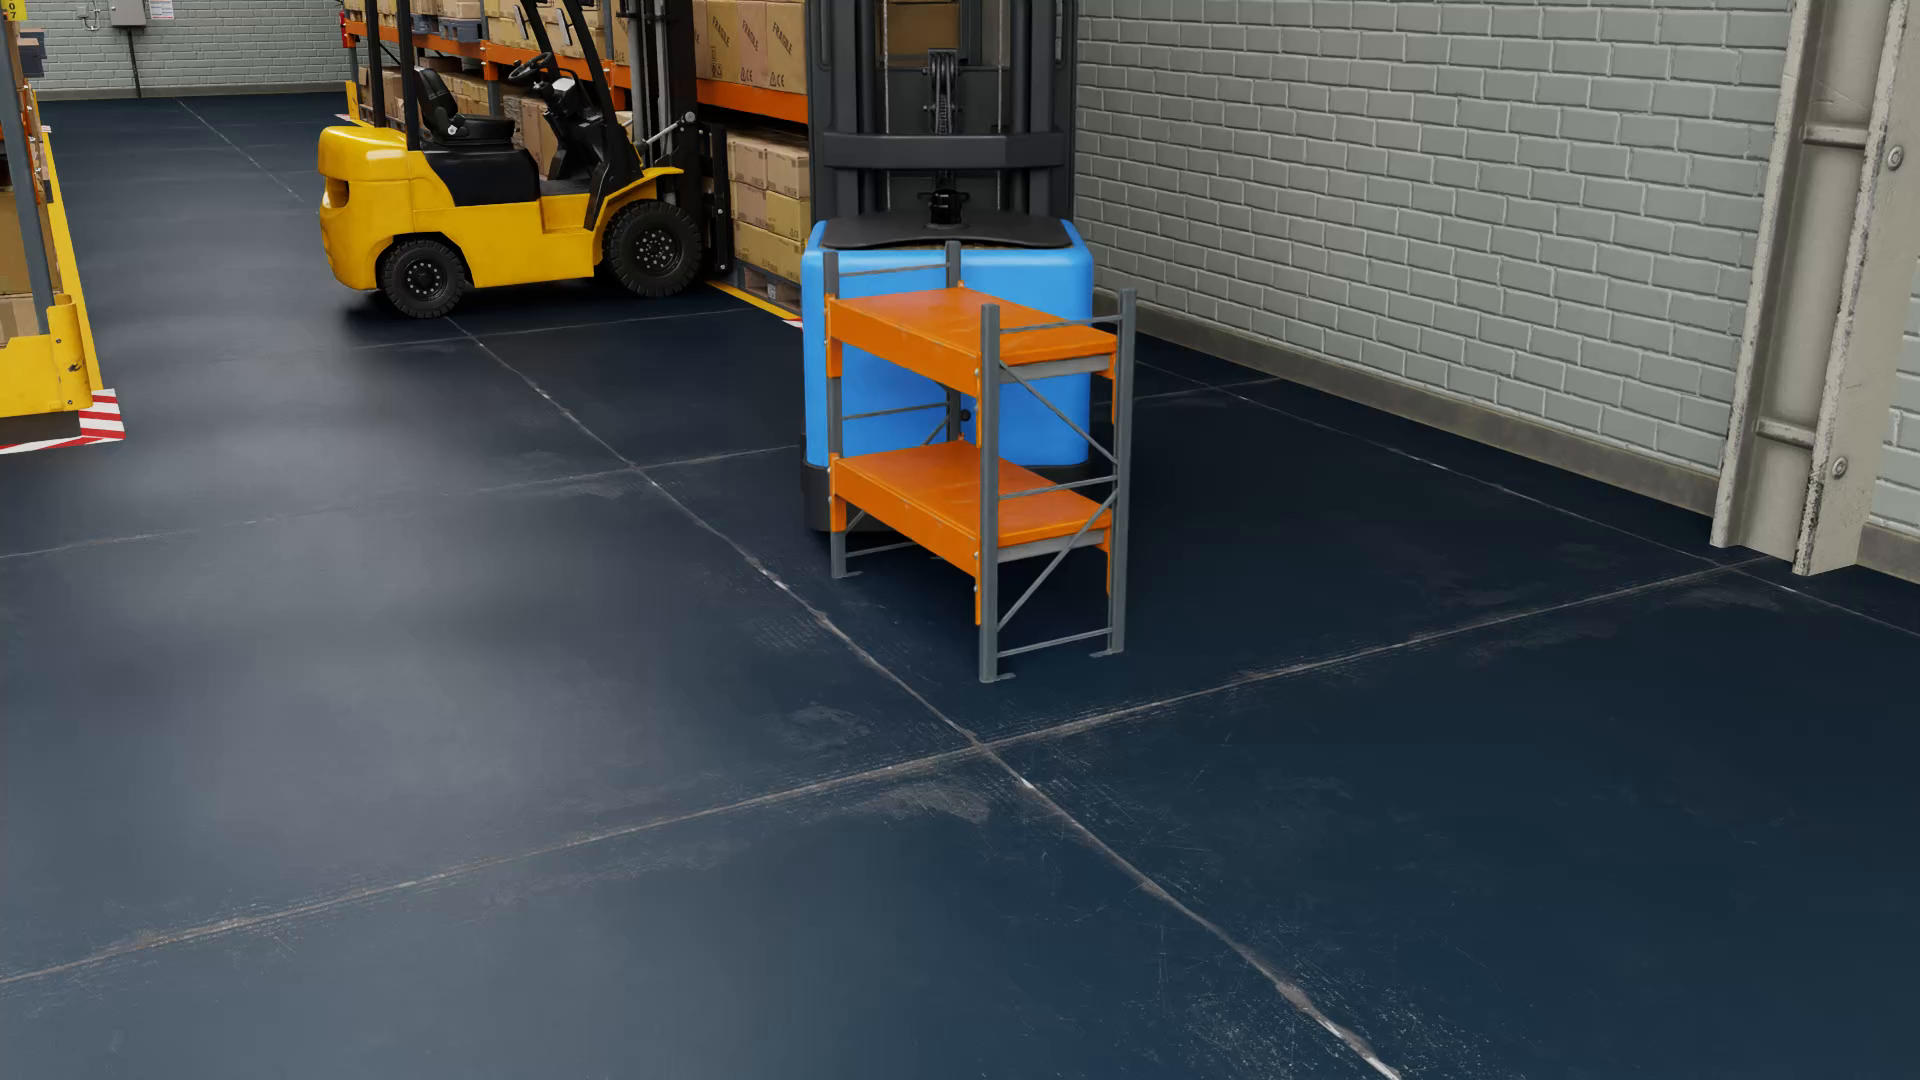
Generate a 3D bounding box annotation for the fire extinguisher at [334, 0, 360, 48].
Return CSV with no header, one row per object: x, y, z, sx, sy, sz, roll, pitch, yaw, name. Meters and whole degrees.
-8.414,-7.106,22.817,0.296,0.674,0.183,-10,21,-27,fire extinguisher

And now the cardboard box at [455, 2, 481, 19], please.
-4.788,-5.261,16.520,0.380,0.149,0.250,-10,21,-26,cardboard box

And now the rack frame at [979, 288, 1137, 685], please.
0.282,-0.149,4.840,0.500,1.125,0.032,-11,22,-28,rack frame

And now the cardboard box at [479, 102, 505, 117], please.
-4.529,-4.157,16.768,0.500,0.500,0.500,-9,21,-25,cardboard box

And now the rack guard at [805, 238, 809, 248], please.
-0.329,-1.567,9.905,1.175,0.500,0.348,-10,21,-27,rack guard

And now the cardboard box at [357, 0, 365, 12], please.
-7.476,-6.956,21.467,0.500,0.250,0.500,-10,22,-28,cardboard box

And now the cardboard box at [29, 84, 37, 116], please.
-11.461,-5.130,19.685,0.875,0.438,0.875,-9,21,-25,cardboard box

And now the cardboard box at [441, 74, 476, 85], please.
-5.543,-5.086,18.466,0.380,0.149,0.250,-10,21,-27,cardboard box

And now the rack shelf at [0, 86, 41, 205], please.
-5.656,-2.219,9.068,1.077,0.370,4.000,-10,21,-27,rack shelf

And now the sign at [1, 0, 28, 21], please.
-4.229,-2.479,7.389,0.100,0.325,0.005,-10,21,-27,sign

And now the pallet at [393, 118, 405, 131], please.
-6.364,-5.079,20.527,1.003,0.211,1.213,-10,21,-27,pallet

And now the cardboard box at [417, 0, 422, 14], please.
-5.716,-5.877,18.126,0.396,0.266,0.258,-9,21,-24,cardboard box

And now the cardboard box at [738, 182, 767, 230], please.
-1.075,-2.127,10.503,0.500,0.250,0.500,-10,22,-27,cardboard box

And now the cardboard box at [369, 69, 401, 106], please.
-7.359,-5.924,21.888,0.700,0.500,0.500,-9,21,-24,cardboard box

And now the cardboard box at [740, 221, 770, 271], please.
-1.069,-1.884,10.565,0.500,0.250,0.500,-10,21,-27,cardboard box

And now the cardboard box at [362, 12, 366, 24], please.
-7.455,-6.715,21.379,0.380,0.149,0.250,-11,22,-28,cardboard box

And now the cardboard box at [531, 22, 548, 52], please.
-3.413,-4.375,14.440,0.500,0.250,0.500,-9,21,-25,cardboard box

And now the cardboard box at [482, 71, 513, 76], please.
-5.212,-5.250,18.942,0.380,0.149,0.250,-11,22,-29,cardboard box

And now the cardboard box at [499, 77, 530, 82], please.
-4.773,-4.936,18.032,0.380,0.149,0.250,-10,21,-26,cardboard box

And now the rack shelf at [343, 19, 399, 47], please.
-6.988,-6.434,21.282,1.077,0.370,4.000,-10,21,-27,rack shelf

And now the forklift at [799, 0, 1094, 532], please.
-0.081,-1.843,6.980,1.130,2.935,3.031,-1,19,-1,forklift

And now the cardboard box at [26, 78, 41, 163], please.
-9.180,-3.944,15.576,0.875,0.875,0.875,-10,21,-26,cardboard box

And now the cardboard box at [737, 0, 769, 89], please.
-1.043,-3.054,10.229,0.500,0.500,0.500,-9,21,-25,cardboard box

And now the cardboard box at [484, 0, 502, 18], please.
-4.165,-5.048,15.626,0.500,0.250,0.500,-10,21,-27,cardboard box

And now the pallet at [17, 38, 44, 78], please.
-6.841,-3.285,11.347,1.003,0.211,1.213,-10,21,-27,pallet

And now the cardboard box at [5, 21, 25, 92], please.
-4.687,-2.352,7.740,0.500,0.500,0.500,-10,22,-27,cardboard box

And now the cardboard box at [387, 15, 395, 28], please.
-6.699,-6.276,20.106,0.380,0.149,0.250,-9,21,-25,cardboard box

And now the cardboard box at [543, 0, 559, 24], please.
-3.186,-4.465,13.935,0.500,0.250,0.500,-10,21,-26,cardboard box

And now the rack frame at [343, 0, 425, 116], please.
-7.938,-7.348,22.829,1.000,3.000,0.127,-10,21,-27,rack frame

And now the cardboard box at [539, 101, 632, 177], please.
-3.218,-3.567,14.867,0.875,0.625,0.625,-11,22,-29,cardboard box

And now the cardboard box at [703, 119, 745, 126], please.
-1.806,-2.798,11.680,0.500,0.250,0.500,-9,21,-25,cardboard box

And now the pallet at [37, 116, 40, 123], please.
-11.856,-5.043,20.422,1.003,0.211,1.213,-10,21,-27,pallet

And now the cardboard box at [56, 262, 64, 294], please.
-5.082,-1.306,8.890,0.500,0.250,0.500,-9,21,-25,cardboard box

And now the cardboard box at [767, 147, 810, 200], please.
-0.833,-2.211,9.978,0.500,0.250,0.500,-9,21,-25,cardboard box

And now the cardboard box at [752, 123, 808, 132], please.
-1.107,-2.730,11.484,0.500,0.250,0.500,-10,22,-28,cardboard box

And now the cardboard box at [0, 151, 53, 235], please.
-5.602,-1.967,9.654,0.500,0.500,0.500,-9,21,-24,cardboard box

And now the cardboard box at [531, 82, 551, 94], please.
-4.215,-4.654,17.213,0.380,0.149,0.250,-9,21,-25,cardboard box

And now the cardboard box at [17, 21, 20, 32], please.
-7.537,-4.023,12.932,0.380,0.149,0.250,-10,21,-26,cardboard box

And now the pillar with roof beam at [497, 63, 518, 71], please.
-9.364,-8.709,17.574,9.100,9.000,0.400,-10,21,-27,pillar with roof beam

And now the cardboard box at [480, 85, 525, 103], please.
-4.596,-4.478,16.704,0.380,0.149,0.250,-11,22,-29,cardboard box

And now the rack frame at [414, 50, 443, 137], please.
-6.038,-6.200,19.501,1.000,3.000,0.127,-10,21,-27,rack frame

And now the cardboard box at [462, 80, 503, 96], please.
-5.044,-4.788,17.603,0.380,0.149,0.250,-10,22,-27,cardboard box

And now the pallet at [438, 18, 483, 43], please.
-4.522,-5.145,16.737,1.213,0.211,1.003,-10,21,-27,pallet

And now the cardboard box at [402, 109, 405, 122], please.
-6.561,-5.165,20.229,0.380,0.149,0.250,-11,22,-28,cardboard box

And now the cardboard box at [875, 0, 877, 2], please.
-0.446,-3.308,9.971,0.380,0.149,0.250,-10,21,-27,cardboard box

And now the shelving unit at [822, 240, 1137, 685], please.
0.030,-0.294,5.258,0.538,1.125,1.048,-11,22,-28,shelving unit
